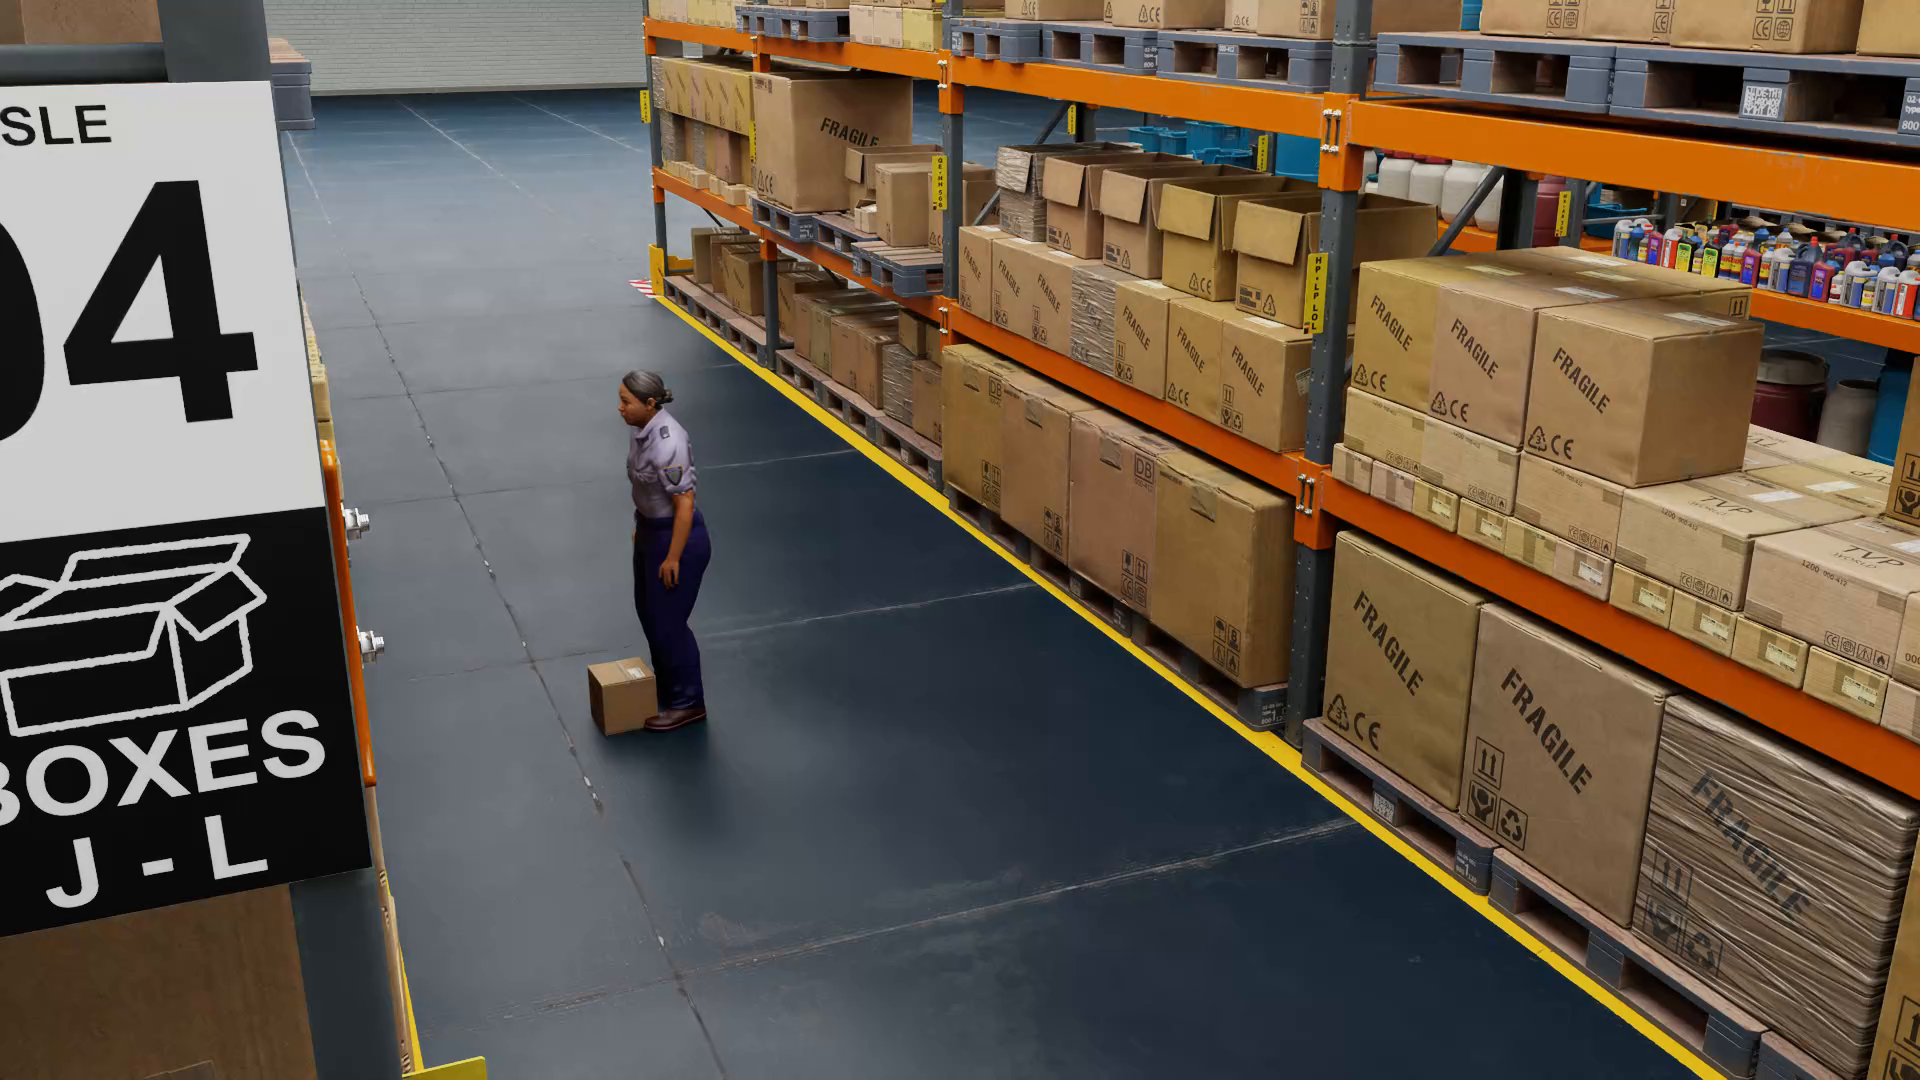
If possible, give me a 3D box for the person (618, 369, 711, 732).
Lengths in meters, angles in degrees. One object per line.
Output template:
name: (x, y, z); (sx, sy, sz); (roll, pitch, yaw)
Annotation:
person: (-1.336, 0.021, 7.515); (0.366, 1.652, 0.560); (-9, 21, -24)
